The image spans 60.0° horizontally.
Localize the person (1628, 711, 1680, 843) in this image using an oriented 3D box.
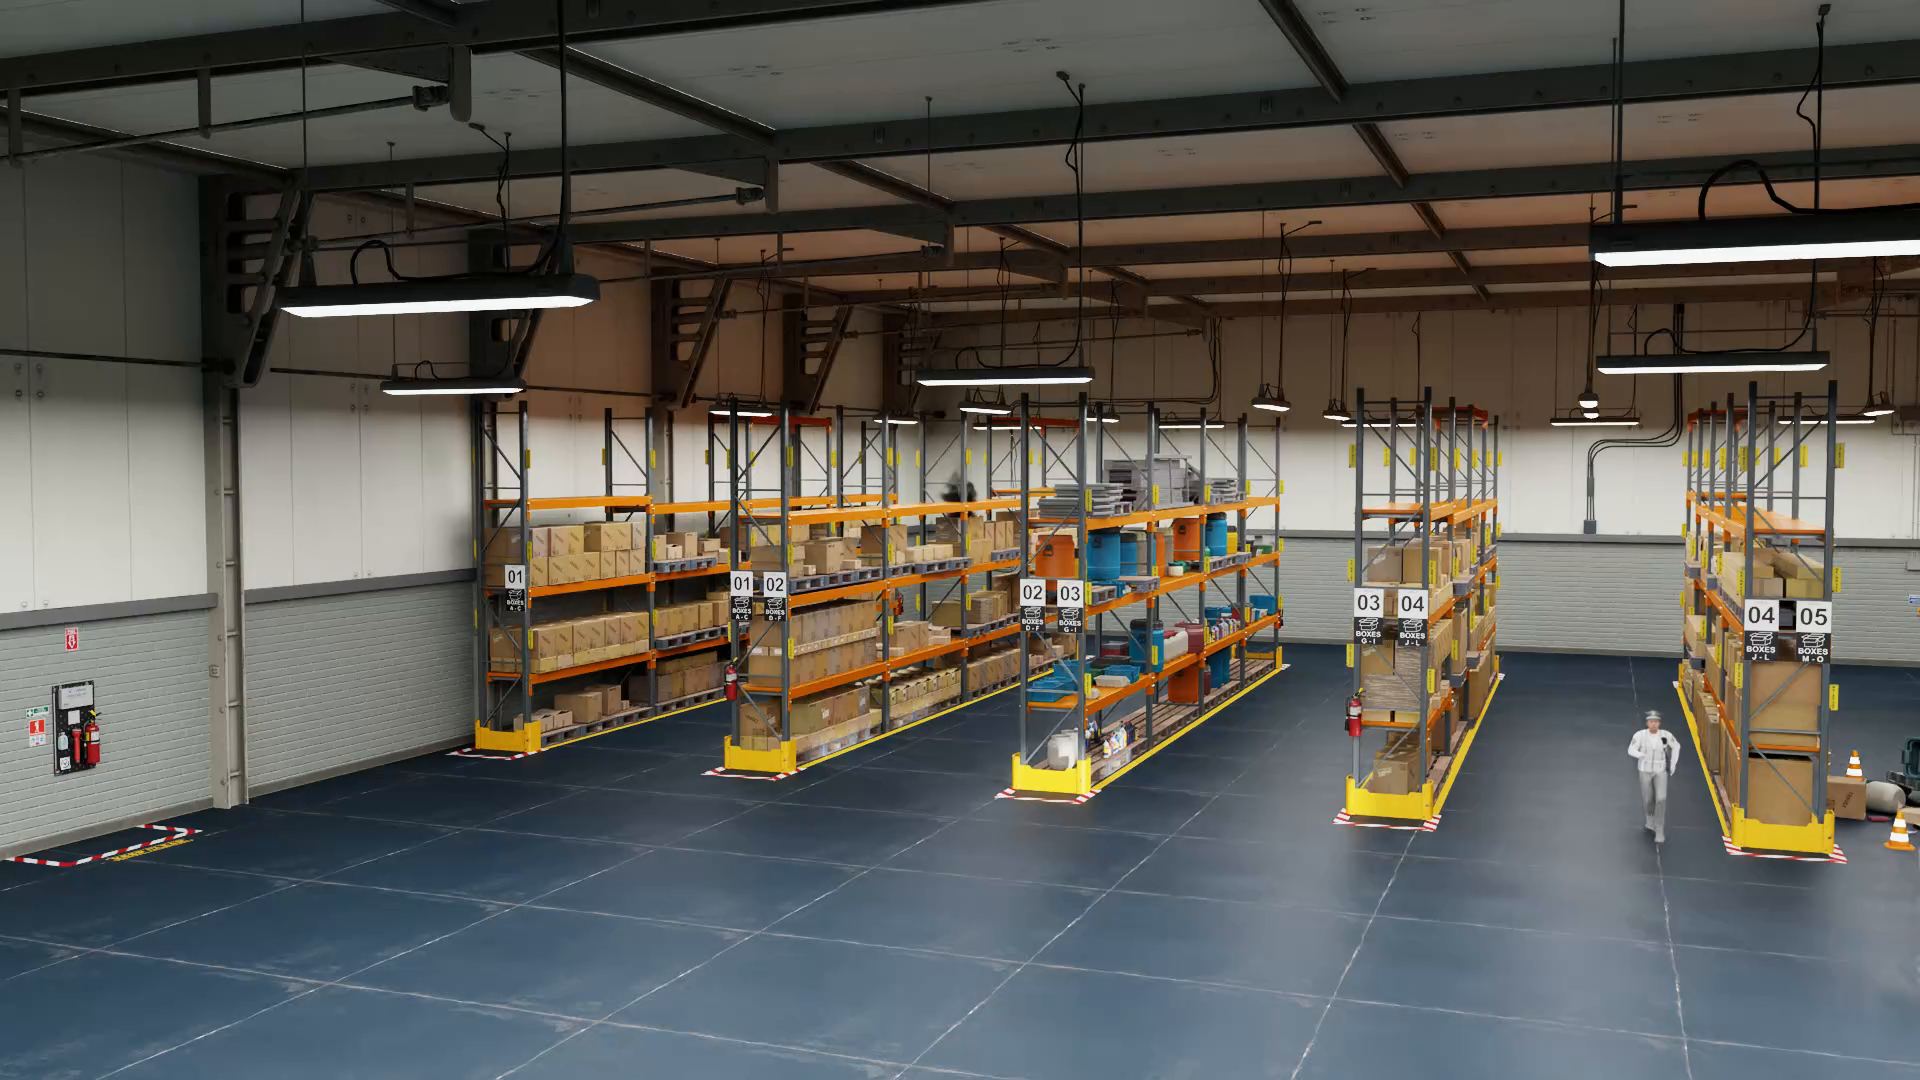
[{"bbox_3d":[9.195,3.100,22.052,0.628,1.728,0.807,1,3,25],"label":"person"}]
